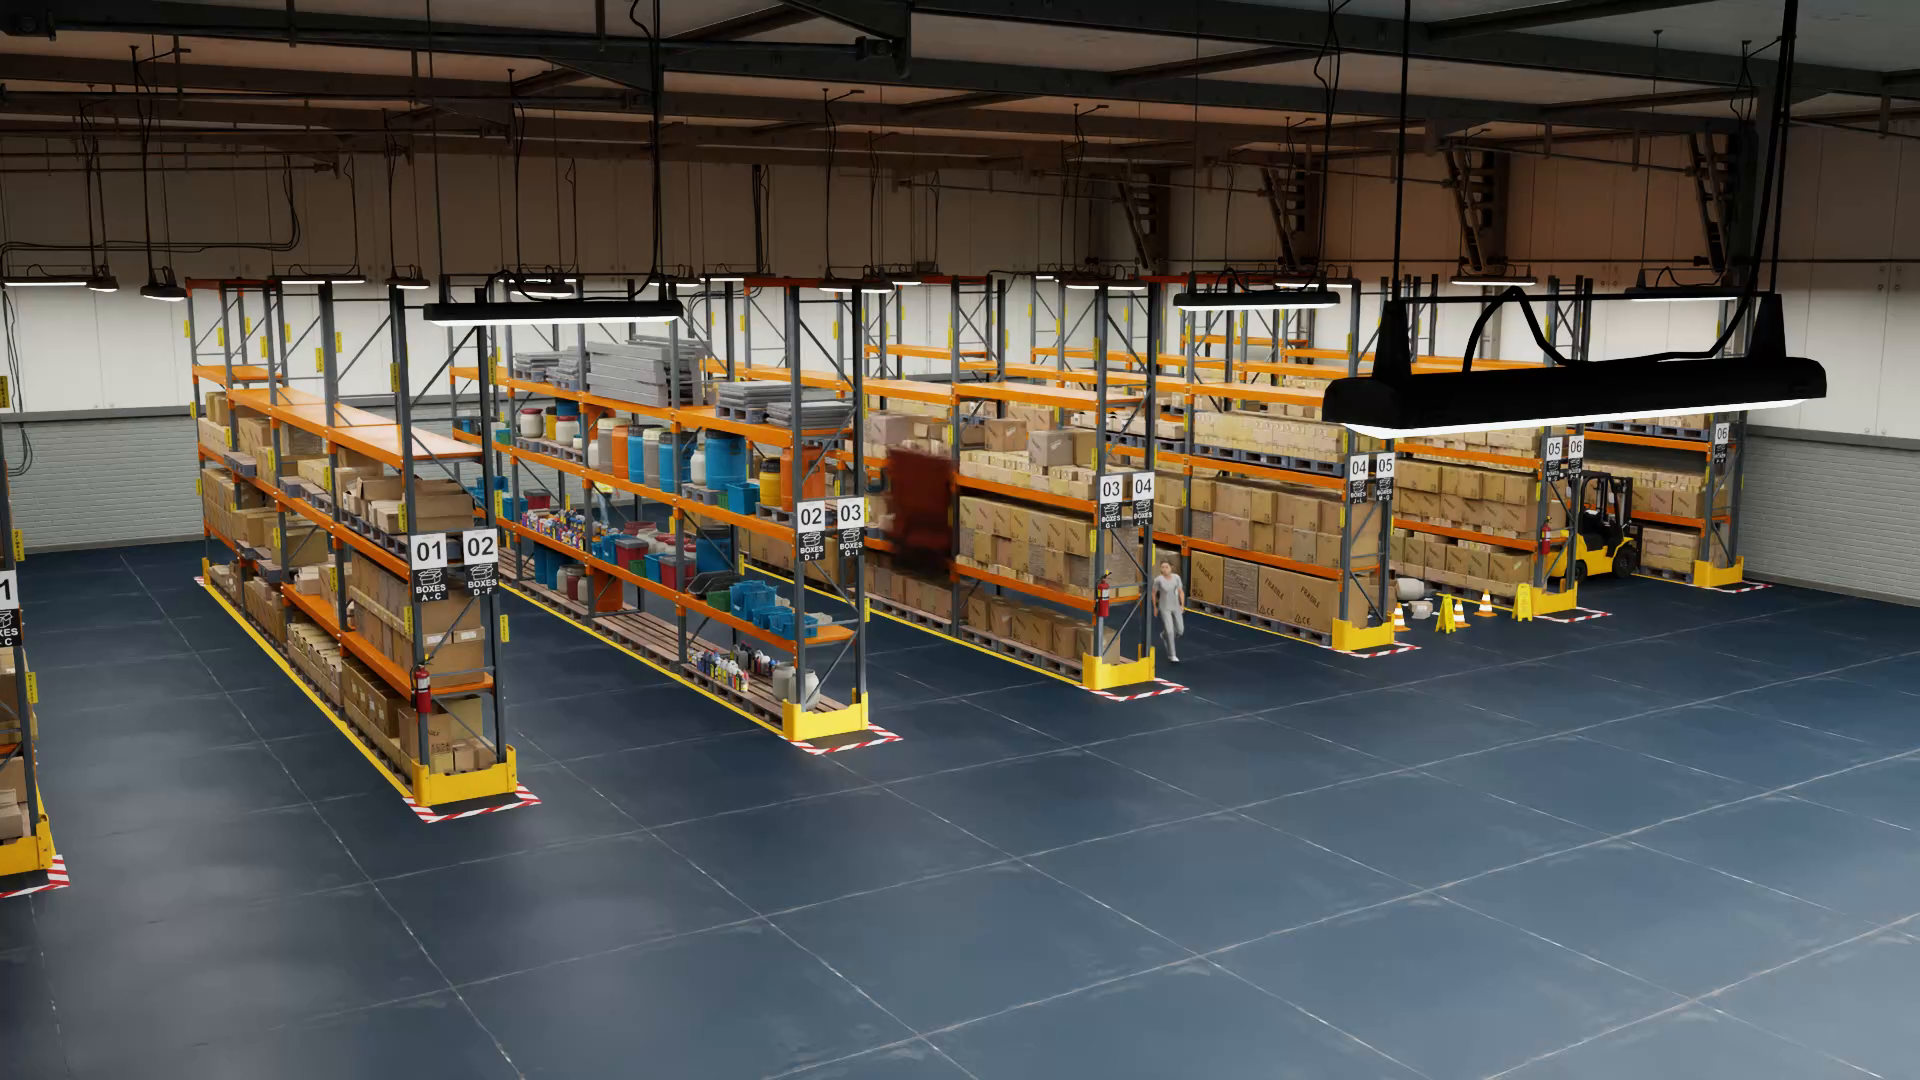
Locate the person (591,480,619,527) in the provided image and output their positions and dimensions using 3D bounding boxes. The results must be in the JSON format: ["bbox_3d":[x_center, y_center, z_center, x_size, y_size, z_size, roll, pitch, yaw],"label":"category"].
[{"bbox_3d":[-8.447,-1.137,39.534,0.641,1.708,1.085,-5,11,-29],"label":"person"}]

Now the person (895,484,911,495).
[{"bbox_3d":[-1.483,-1.589,42.196,0.631,1.805,0.577,0,10,-2],"label":"person"}]

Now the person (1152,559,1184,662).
[{"bbox_3d":[3.317,1.101,26.575,0.496,1.639,0.586,-3,10,-15],"label":"person"}]
